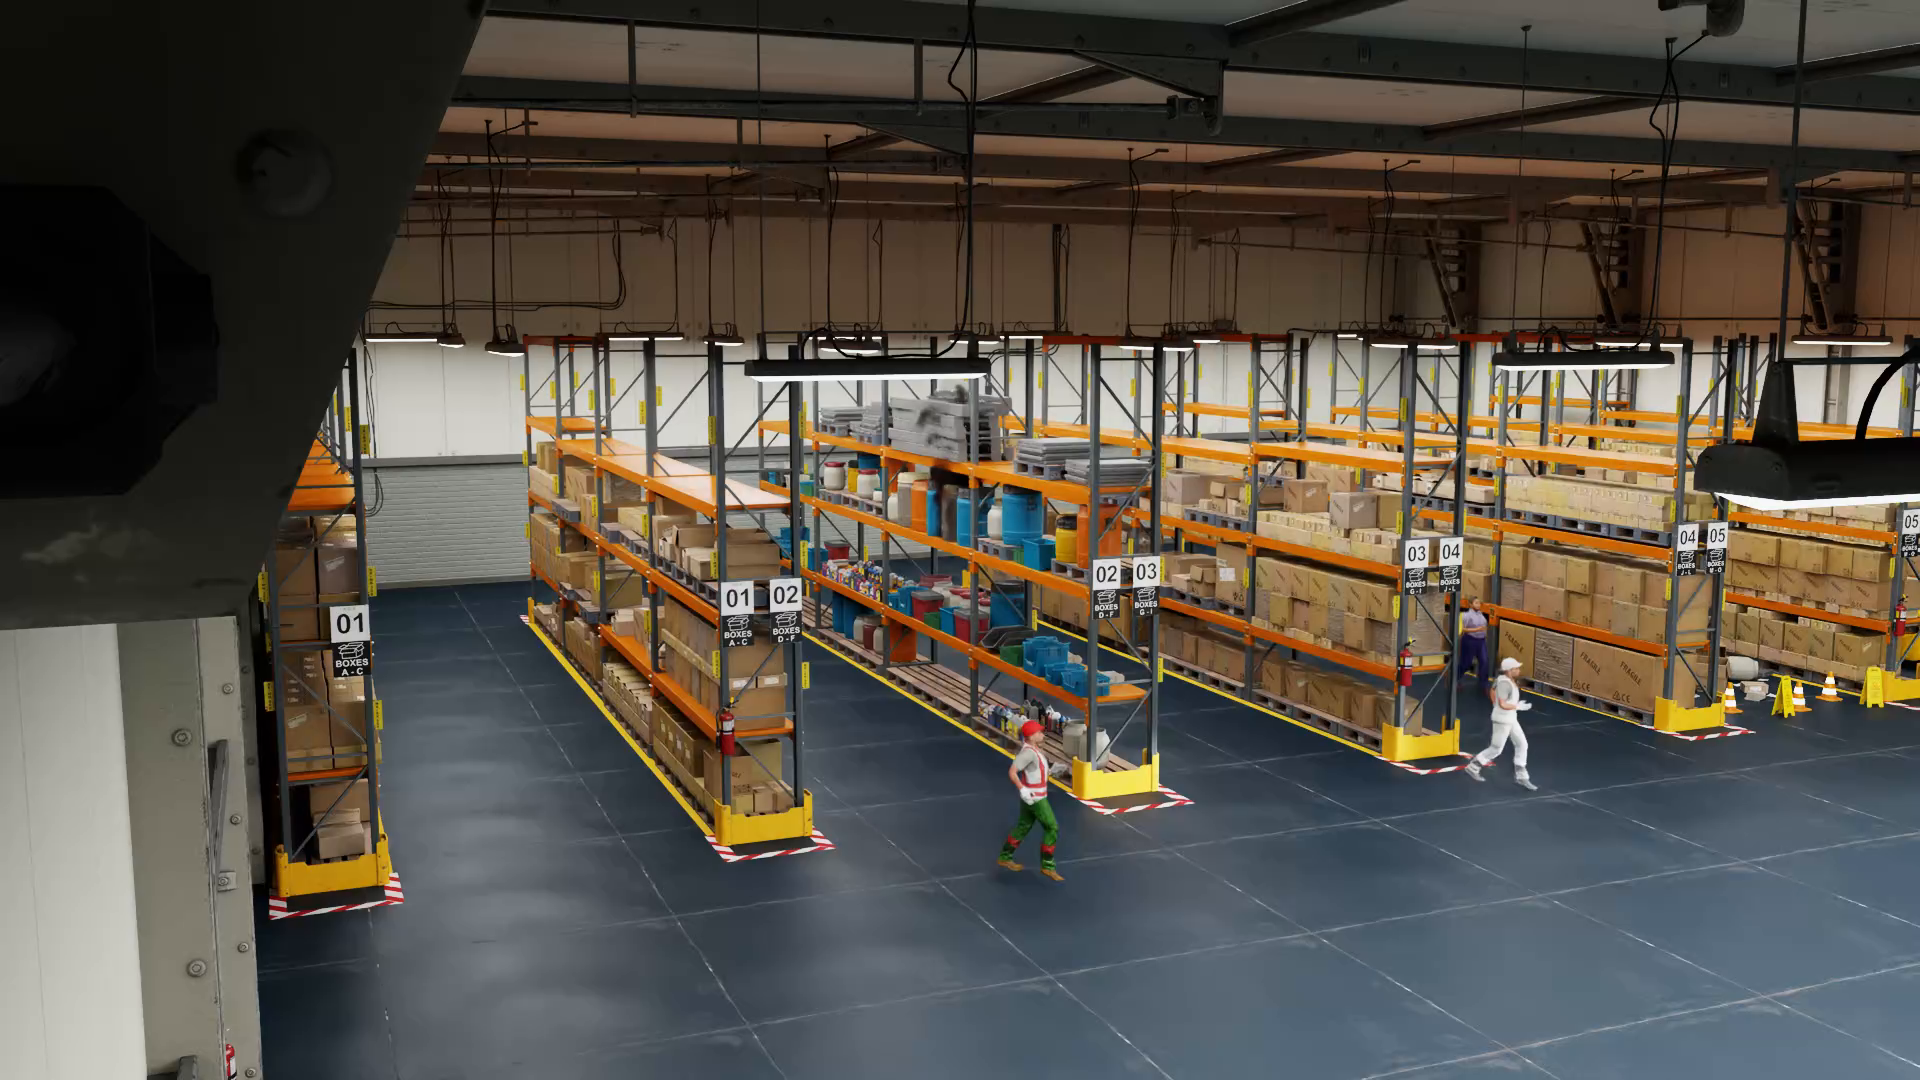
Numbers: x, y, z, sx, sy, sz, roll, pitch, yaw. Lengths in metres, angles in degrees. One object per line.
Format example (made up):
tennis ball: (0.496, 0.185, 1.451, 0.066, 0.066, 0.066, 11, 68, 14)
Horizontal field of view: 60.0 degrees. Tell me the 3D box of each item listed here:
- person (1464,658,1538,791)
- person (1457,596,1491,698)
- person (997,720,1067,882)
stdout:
person: (7.332, 2.469, 22.452, 0.947, 1.802, 0.683, 4, 9, 27)
person: (8.652, 1.780, 28.020, 0.597, 1.654, 0.854, -4, 8, -26)
person: (0.817, 2.950, 18.806, 0.800, 1.848, 0.650, 0, 8, -1)
